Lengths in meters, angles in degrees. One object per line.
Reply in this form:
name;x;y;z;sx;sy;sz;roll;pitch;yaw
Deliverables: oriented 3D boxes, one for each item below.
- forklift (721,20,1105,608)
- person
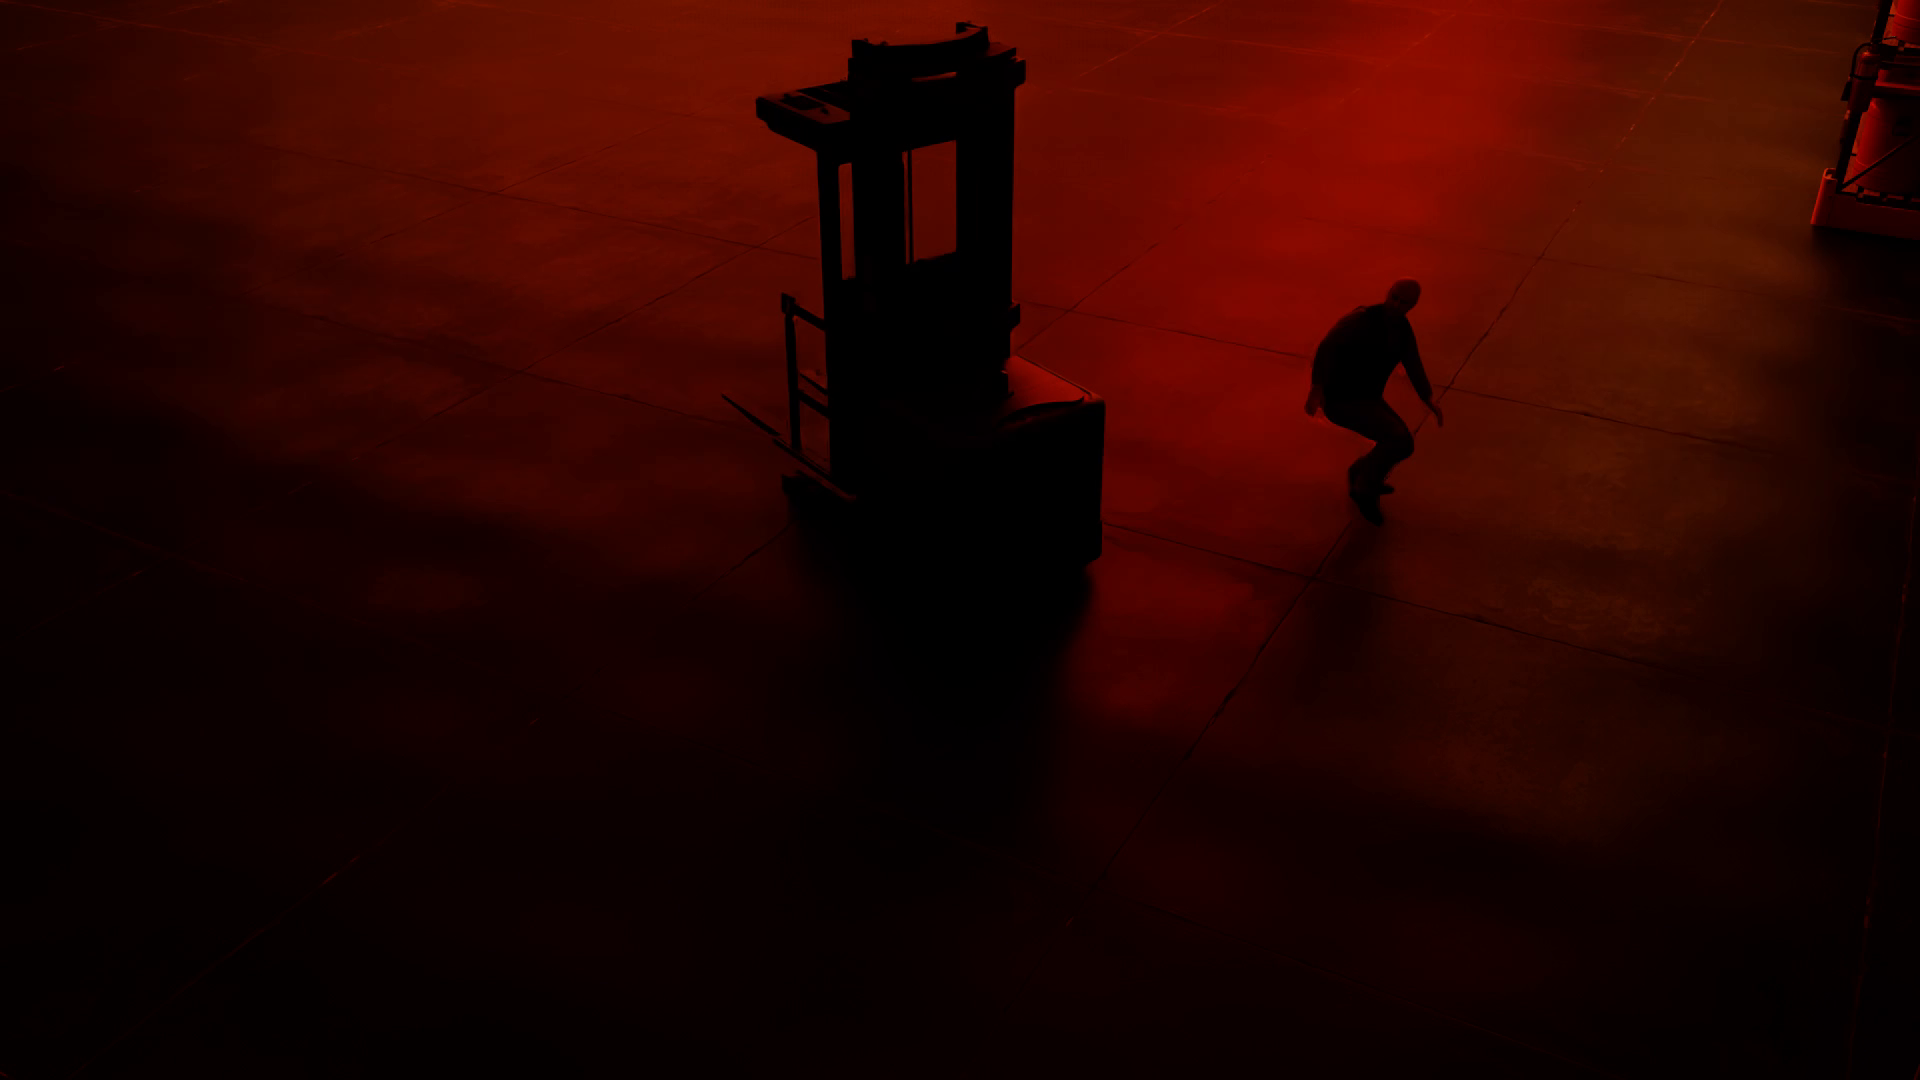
forklift;-0.456;-1.573;9.797;1.130;2.935;3.031;-20;36;-31
person;2.513;-0.849;10.027;0.688;1.500;0.772;24;38;36
